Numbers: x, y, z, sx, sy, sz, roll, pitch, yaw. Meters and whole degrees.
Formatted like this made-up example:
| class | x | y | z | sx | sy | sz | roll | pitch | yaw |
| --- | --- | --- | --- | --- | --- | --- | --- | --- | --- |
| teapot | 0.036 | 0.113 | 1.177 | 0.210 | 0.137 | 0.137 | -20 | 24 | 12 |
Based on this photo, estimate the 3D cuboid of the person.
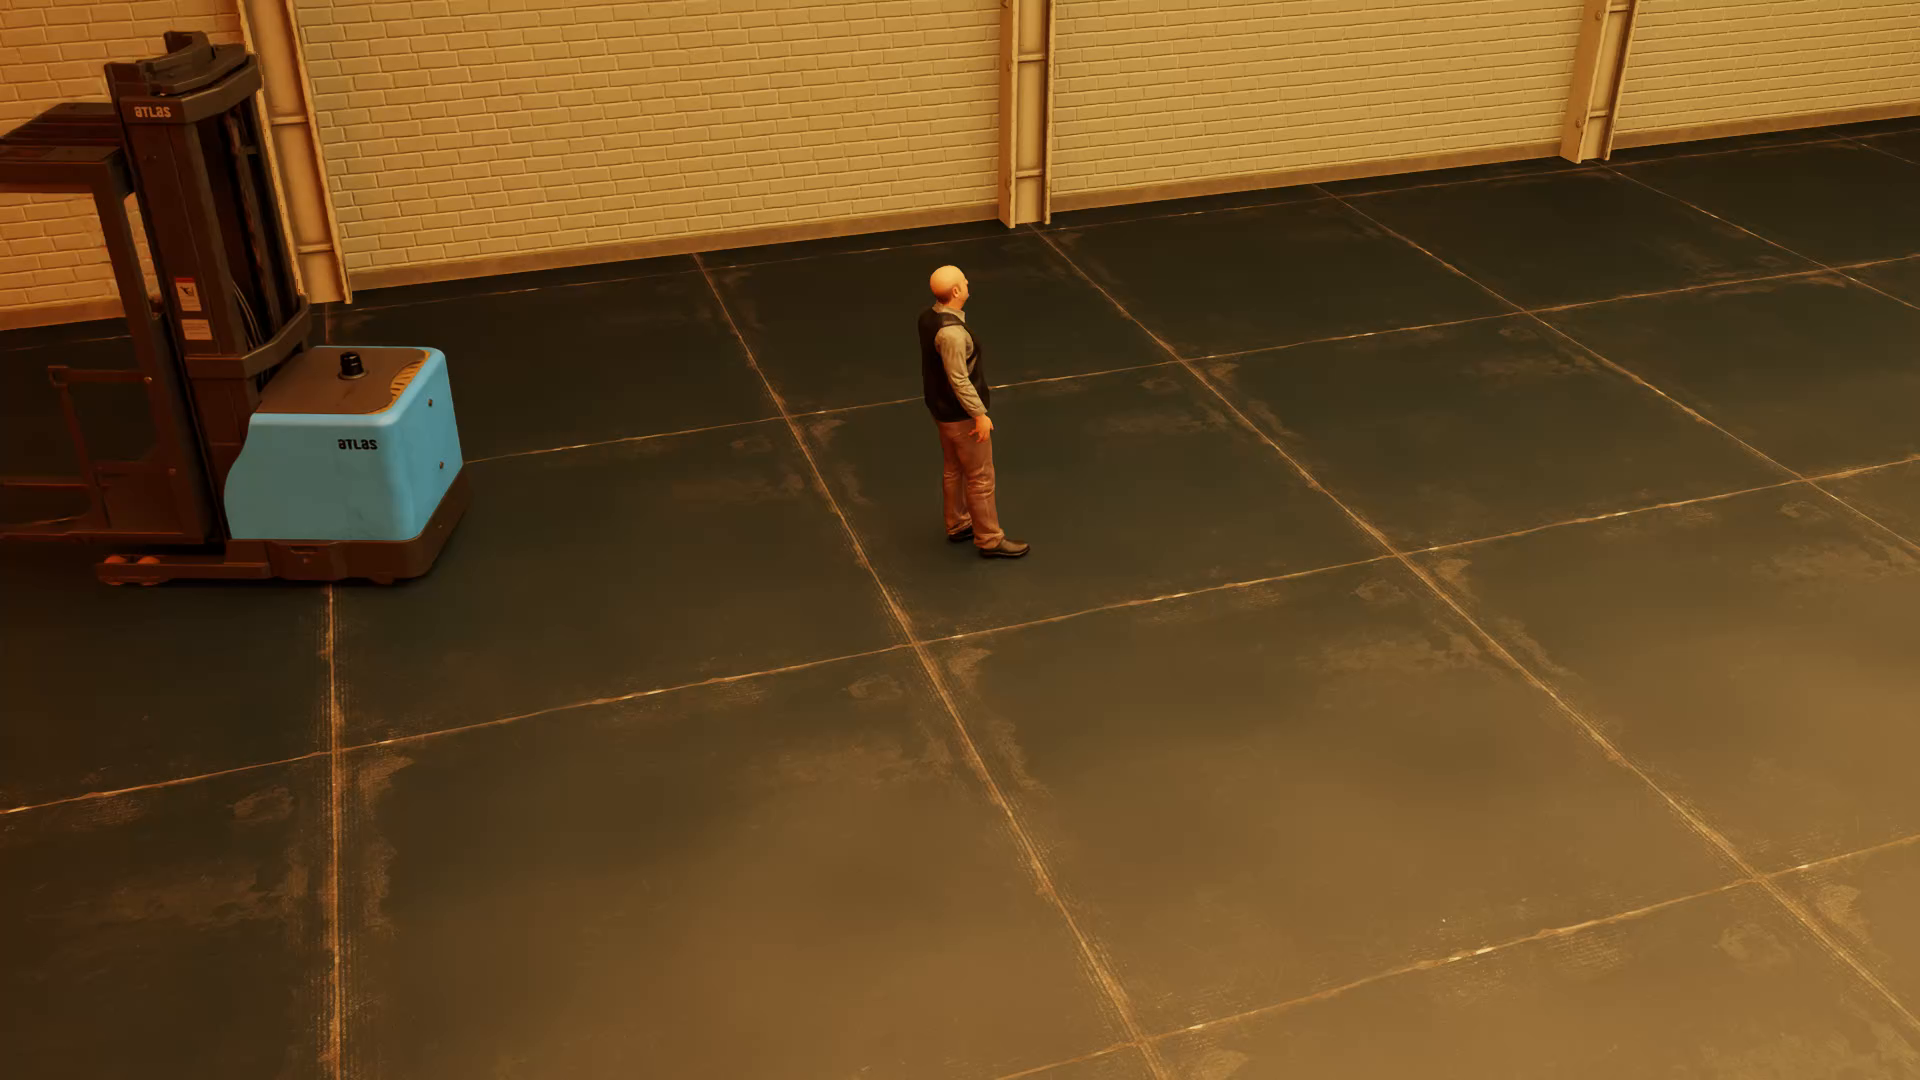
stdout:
| class | x | y | z | sx | sy | sz | roll | pitch | yaw |
| --- | --- | --- | --- | --- | --- | --- | --- | --- | --- |
| person | 0.062 | -0.759 | 9.604 | 0.566 | 1.722 | 0.634 | -10 | 31 | -16 |

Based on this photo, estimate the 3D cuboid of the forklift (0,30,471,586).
| class | x | y | z | sx | sy | sz | roll | pitch | yaw |
| --- | --- | --- | --- | --- | --- | --- | --- | --- | --- |
| forklift | -4.562 | -1.269 | 9.292 | 3.031 | 2.935 | 1.130 | 1 | 30 | 1 |
